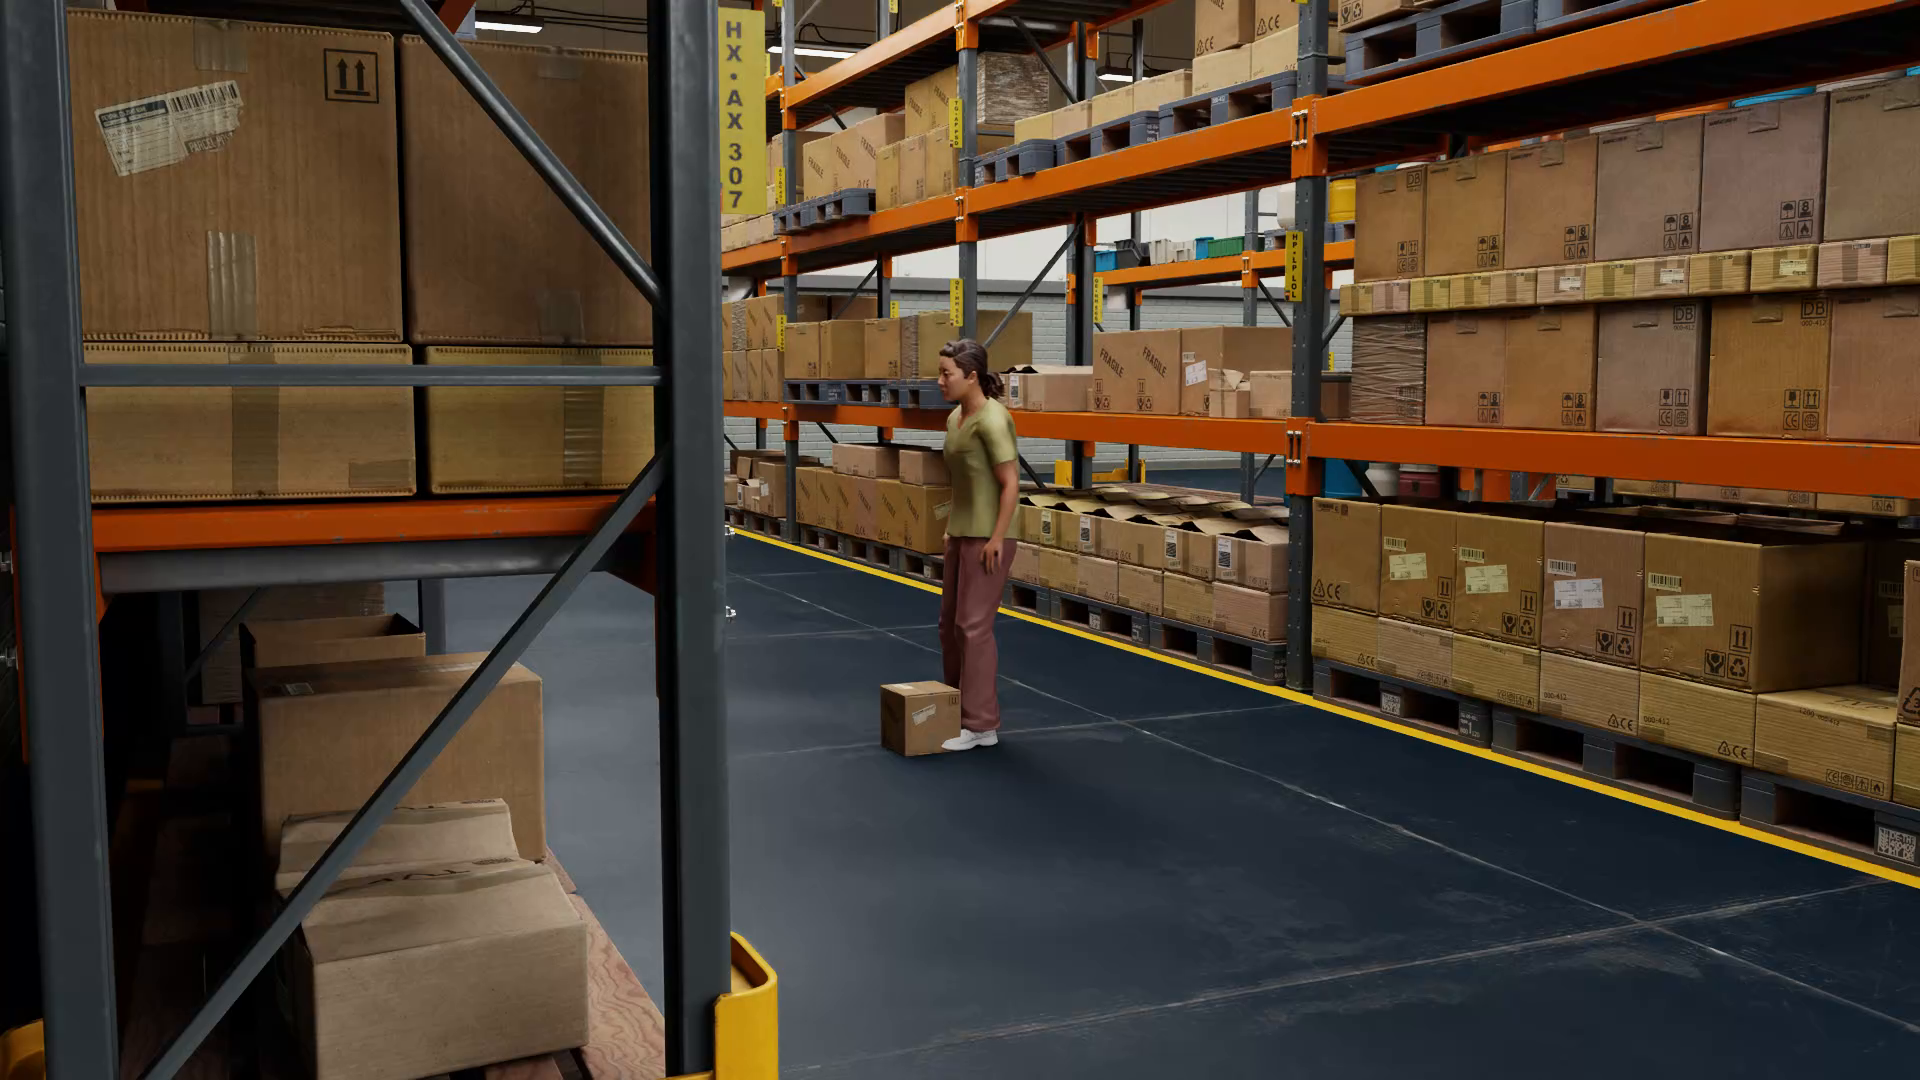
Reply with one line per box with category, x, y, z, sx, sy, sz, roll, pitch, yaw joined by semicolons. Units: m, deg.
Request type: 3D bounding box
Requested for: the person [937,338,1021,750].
person;0.035;0.011;6.847;0.404;1.673;0.500;-2;6;-24
